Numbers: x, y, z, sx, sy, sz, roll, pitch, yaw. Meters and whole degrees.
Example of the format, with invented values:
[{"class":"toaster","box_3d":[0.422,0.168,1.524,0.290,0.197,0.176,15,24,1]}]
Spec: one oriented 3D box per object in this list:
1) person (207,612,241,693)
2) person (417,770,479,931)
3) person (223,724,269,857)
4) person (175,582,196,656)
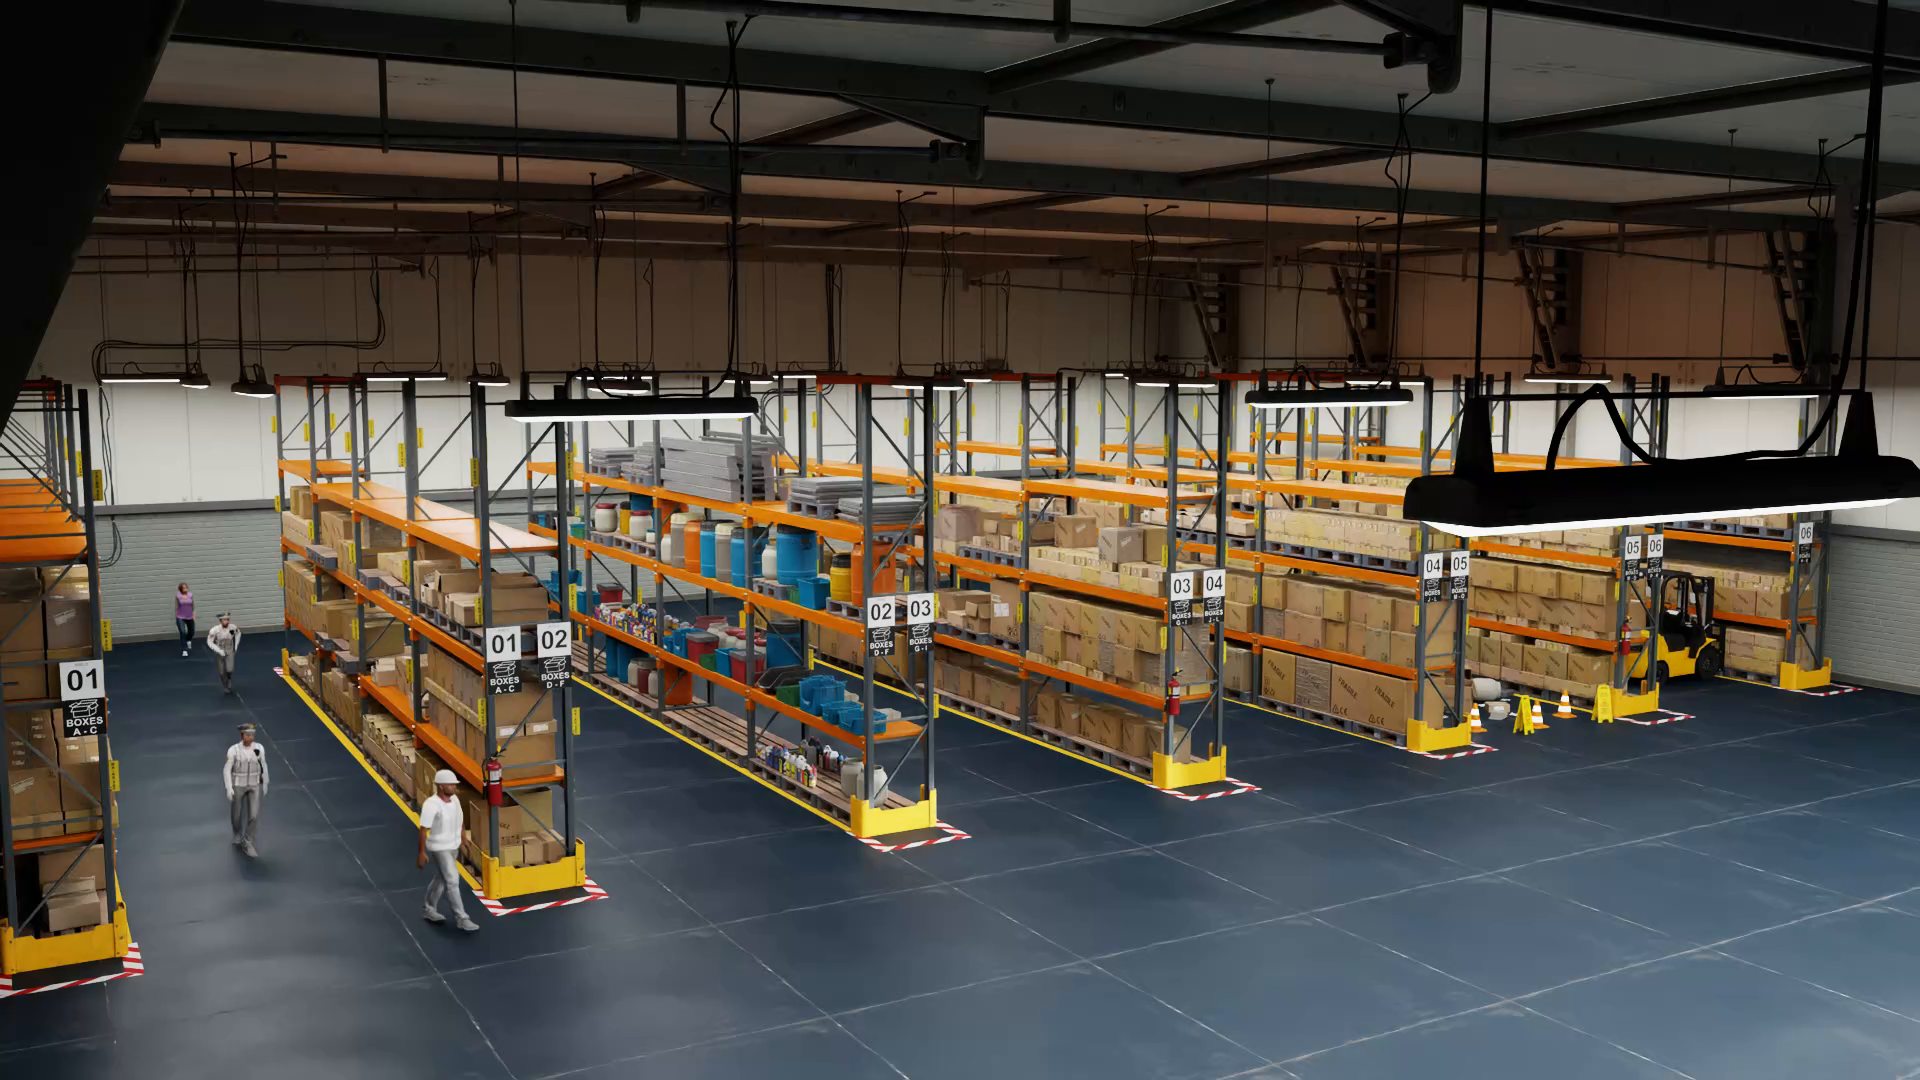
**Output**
[{"class":"person","box_3d":[-13.846,2.118,31.316,0.571,1.600,0.700,-2,7,-20]},{"class":"person","box_3d":[-5.664,3.428,18.534,0.906,1.721,0.626,2,6,15]},{"class":"person","box_3d":[-9.168,3.191,21.403,0.569,1.682,0.710,-4,8,-36]},{"class":"person","box_3d":[-16.550,1.657,35.522,0.421,1.562,0.768,-4,7,-31]}]
